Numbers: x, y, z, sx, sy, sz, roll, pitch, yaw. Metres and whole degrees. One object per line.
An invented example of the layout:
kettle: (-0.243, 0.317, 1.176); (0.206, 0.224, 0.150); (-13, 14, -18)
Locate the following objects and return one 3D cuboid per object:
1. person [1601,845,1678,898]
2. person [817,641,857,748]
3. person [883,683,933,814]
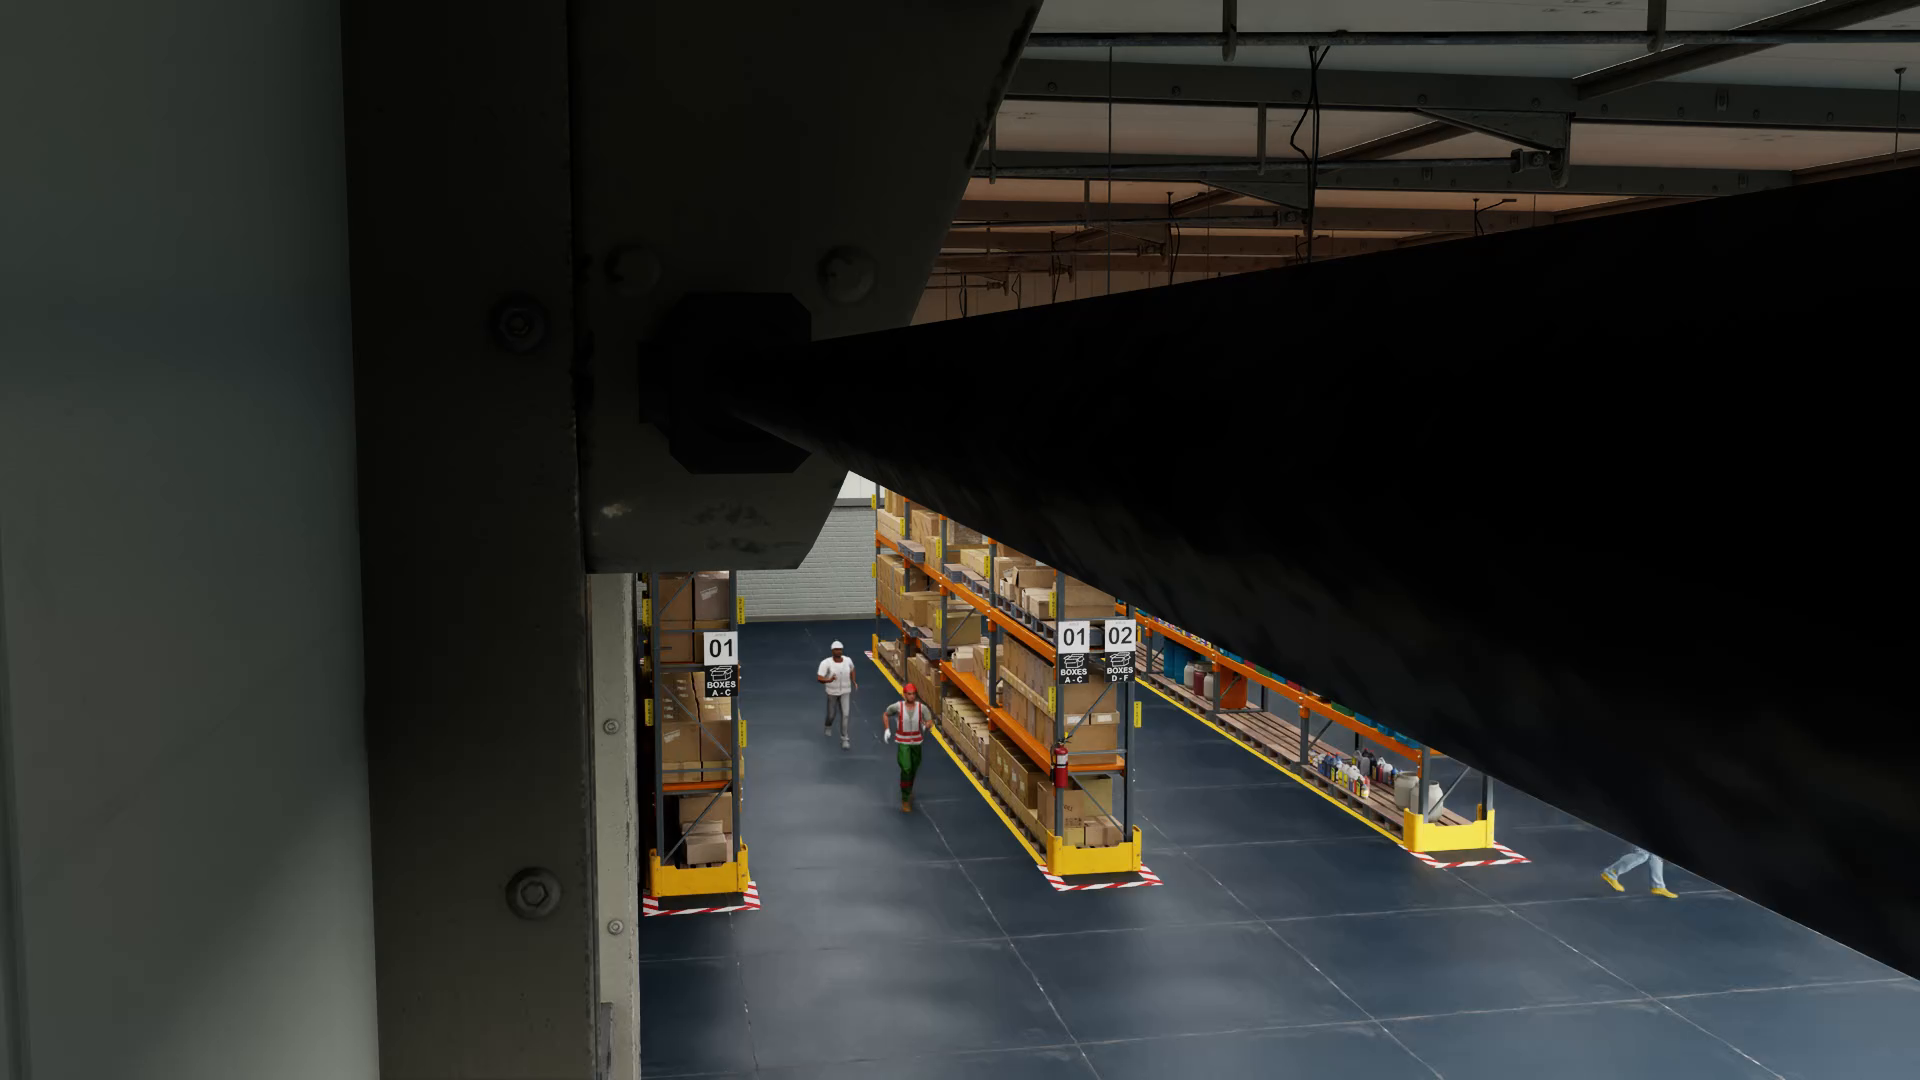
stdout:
person: (8.179, 3.407, 19.943); (0.874, 1.784, 0.706); (2, 6, 20)
person: (-2.052, 2.566, 27.945); (0.707, 1.746, 0.976); (-2, 6, -17)
person: (-0.732, 2.970, 24.005); (0.663, 1.836, 0.860); (-2, 6, -18)
